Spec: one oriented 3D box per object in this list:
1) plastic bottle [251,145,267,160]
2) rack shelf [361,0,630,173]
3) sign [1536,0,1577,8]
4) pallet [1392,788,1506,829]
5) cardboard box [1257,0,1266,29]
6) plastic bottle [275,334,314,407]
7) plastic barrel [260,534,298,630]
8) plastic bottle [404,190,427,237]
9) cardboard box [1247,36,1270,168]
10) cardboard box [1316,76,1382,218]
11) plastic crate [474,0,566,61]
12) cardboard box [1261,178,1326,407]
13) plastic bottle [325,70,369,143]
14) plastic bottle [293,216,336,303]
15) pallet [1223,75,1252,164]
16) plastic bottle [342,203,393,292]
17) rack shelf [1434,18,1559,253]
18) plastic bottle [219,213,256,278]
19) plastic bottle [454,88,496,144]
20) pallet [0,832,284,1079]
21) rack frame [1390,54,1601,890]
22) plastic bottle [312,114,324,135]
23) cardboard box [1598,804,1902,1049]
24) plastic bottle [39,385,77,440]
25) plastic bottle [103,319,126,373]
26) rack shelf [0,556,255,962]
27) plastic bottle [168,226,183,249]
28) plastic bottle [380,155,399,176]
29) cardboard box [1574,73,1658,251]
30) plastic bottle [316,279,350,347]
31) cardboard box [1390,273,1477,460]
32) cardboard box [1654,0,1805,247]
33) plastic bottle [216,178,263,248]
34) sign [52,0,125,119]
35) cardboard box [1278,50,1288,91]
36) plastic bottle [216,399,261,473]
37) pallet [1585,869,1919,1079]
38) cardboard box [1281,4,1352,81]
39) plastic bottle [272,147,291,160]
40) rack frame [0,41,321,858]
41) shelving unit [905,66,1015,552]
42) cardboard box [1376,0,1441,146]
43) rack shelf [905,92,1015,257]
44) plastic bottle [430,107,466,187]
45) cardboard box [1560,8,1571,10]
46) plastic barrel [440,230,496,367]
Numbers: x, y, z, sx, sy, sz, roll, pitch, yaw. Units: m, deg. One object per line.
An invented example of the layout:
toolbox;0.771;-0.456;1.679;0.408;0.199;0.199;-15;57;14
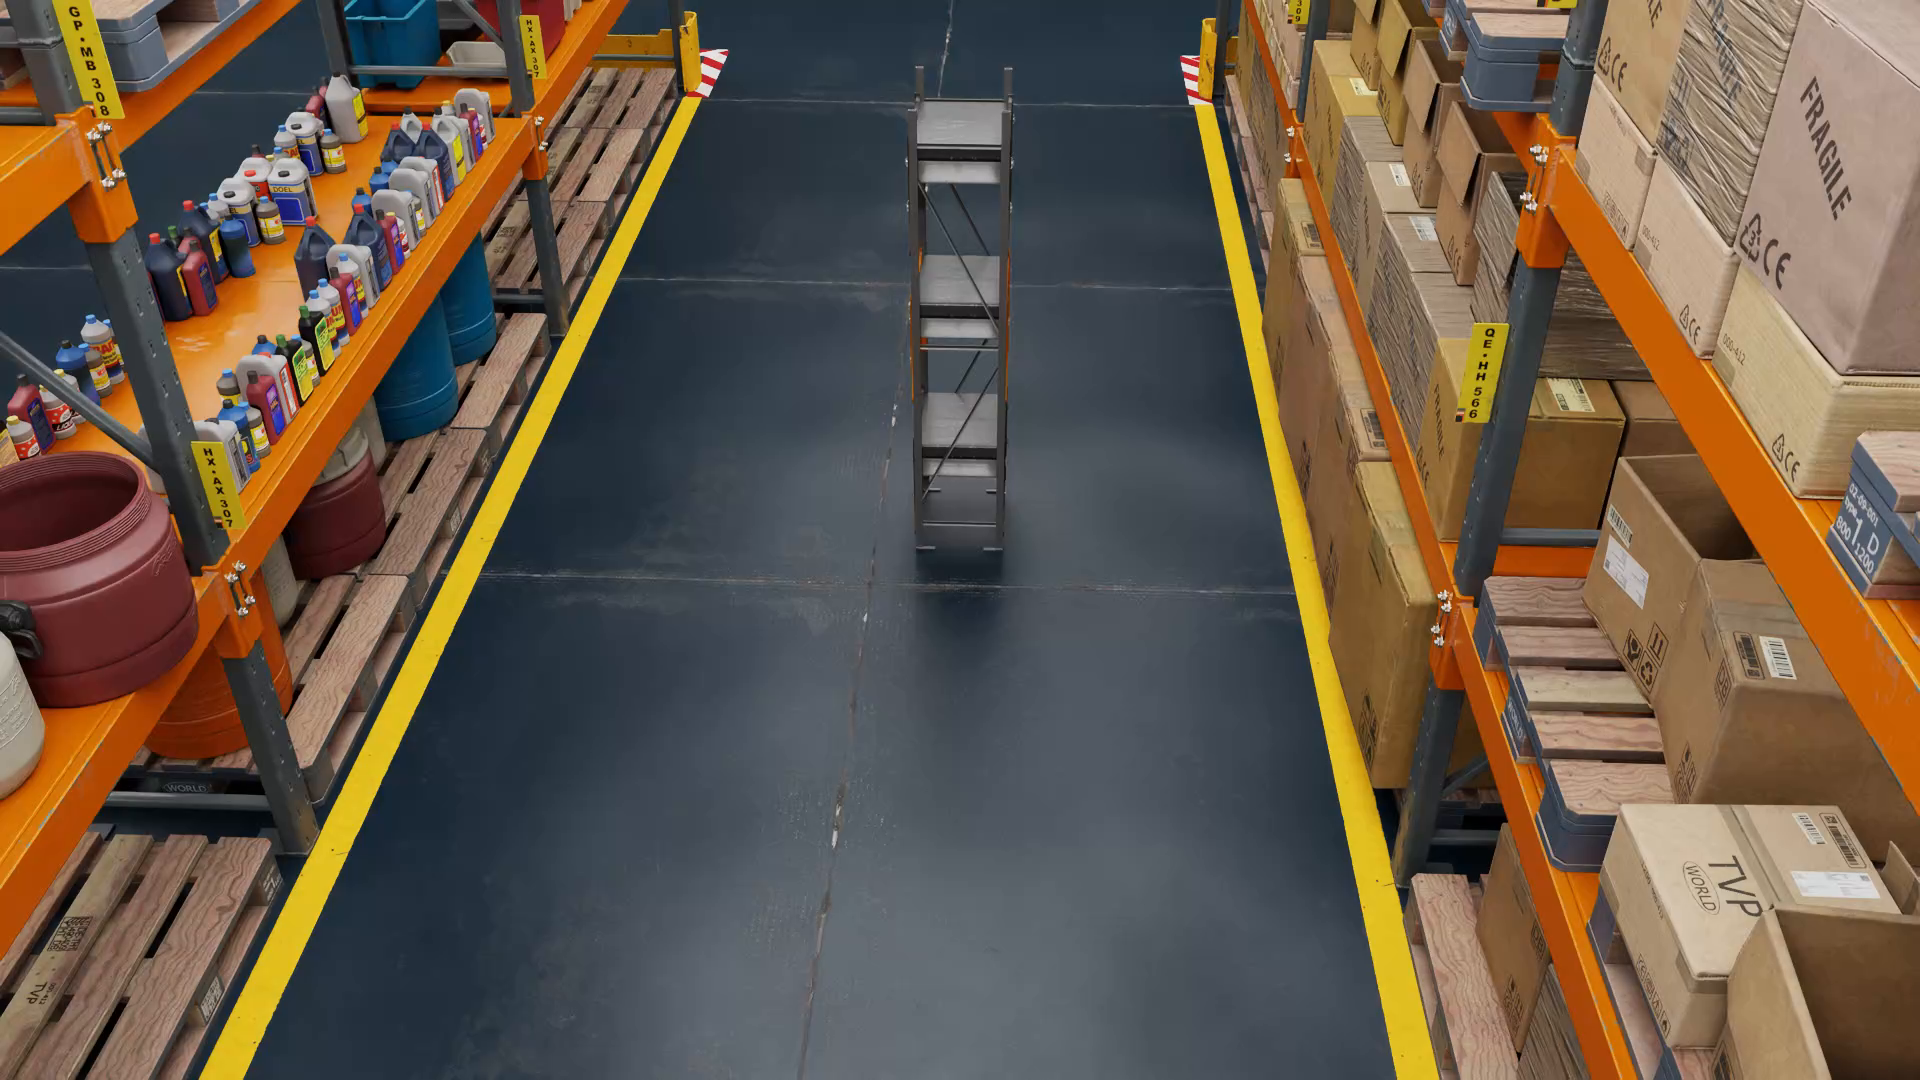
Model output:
plastic bottle;-3.199;-1.650;7.591;0.061;0.283;0.133;1;35;2
rack shelf;-2.642;-3.264;10.411;1.077;0.370;4.000;1;35;2
sign;1.512;-1.485;4.127;0.100;0.325;0.005;1;35;2
pallet;2.173;0.693;6.580;1.003;0.211;1.213;1;35;2
cardboard box;1.963;-3.113;9.789;0.380;0.149;0.250;1;35;1
plastic bottle;-2.473;-0.646;6.162;0.061;0.283;0.133;1;35;2
plastic barrel;-2.947;0.127;6.759;0.421;0.512;0.421;0;35;0
plastic bottle;-2.433;-1.450;7.377;0.097;0.201;0.097;0;35;0
cardboard box;2.405;-3.003;10.897;0.875;0.875;0.875;1;35;2
cardboard box;1.939;-1.788;7.599;0.500;0.500;0.500;1;35;2
plastic crate;-2.436;-2.967;9.255;0.402;0.464;0.583;1;35;2
cardboard box;2.221;-1.229;8.373;1.225;0.875;0.875;1;35;2
plastic bottle;-3.062;-2.171;8.273;0.144;0.351;0.185;1;35;2
plastic bottle;-2.634;-1.146;6.815;0.144;0.351;0.185;1;35;2
pallet;2.433;-2.991;11.822;1.003;0.211;1.213;1;35;2
plastic bottle;-2.477;-1.220;6.920;0.144;0.351;0.185;1;35;2
rack shelf;2.146;-2.078;6.116;1.077;0.370;4.000;1;35;2
plastic bottle;-3.064;-1.253;7.036;0.097;0.271;0.097;0;35;0
plastic bottle;-2.415;-2.124;8.272;0.152;0.276;0.135;1;35;2
pallet;-2.953;1.474;5.469;1.003;0.211;1.213;1;35;2
rack frame;2.066;0.004;5.136;1.000;3.000;0.127;1;35;2
plastic bottle;-3.155;-1.984;8.136;0.097;0.201;0.097;0;35;0
cardboard box;1.769;0.851;3.696;0.500;0.250;0.500;0;35;1
plastic bottle;-3.261;-0.470;5.983;0.097;0.201;0.097;0;35;0
plastic bottle;-3.241;-0.750;6.381;0.097;0.201;0.097;0;35;0
rack shelf;-2.963;1.333;3.871;1.077;0.370;4.000;1;35;2
plastic bottle;-3.234;-1.145;6.872;0.061;0.283;0.133;1;35;2
plastic bottle;-2.575;-1.615;7.551;0.097;0.271;0.097;0;35;0
cardboard box;1.793;-0.898;3.941;0.500;0.250;0.500;2;35;3
plastic bottle;-2.473;-0.896;6.529;0.097;0.271;0.097;0;35;0
cardboard box;1.864;-0.613;5.926;0.500;0.500;0.500;1;35;1
cardboard box;1.766;-0.914;3.311;0.500;0.500;0.500;2;35;2
plastic bottle;-3.168;-1.436;7.292;0.152;0.276;0.135;1;35;2
sign;-2.333;-1.287;4.454;0.100;0.325;0.005;1;35;2
cardboard box;1.922;-2.523;8.949;0.380;0.149;0.250;2;35;3
plastic bottle;-2.511;-0.365;5.773;0.097;0.271;0.097;0;35;0
pallet;2.027;1.220;3.572;1.003;0.211;1.213;1;35;2
cardboard box;1.982;-2.615;8.733;0.500;0.250;0.500;1;35;1
plastic bottle;-3.172;-1.738;7.788;0.097;0.201;0.097;0;35;0
rack frame;-2.883;-0.111;5.299;1.000;3.000;0.127;1;35;2
shelving unit;0.007;-0.954;7.282;0.431;2.100;0.503;1;35;2
cardboard box;2.170;-1.985;7.006;0.797;0.503;0.637;2;35;2
rack shelf;0.007;-1.516;6.887;0.431;0.518;0.480;1;35;2
plastic bottle;-2.432;-1.853;7.821;0.144;0.351;0.185;1;35;2
cardboard box;2.019;-1.790;4.624;0.797;0.503;0.637;3;35;5
plastic barrel;-2.761;-1.410;8.607;0.600;0.901;0.708;1;35;2
